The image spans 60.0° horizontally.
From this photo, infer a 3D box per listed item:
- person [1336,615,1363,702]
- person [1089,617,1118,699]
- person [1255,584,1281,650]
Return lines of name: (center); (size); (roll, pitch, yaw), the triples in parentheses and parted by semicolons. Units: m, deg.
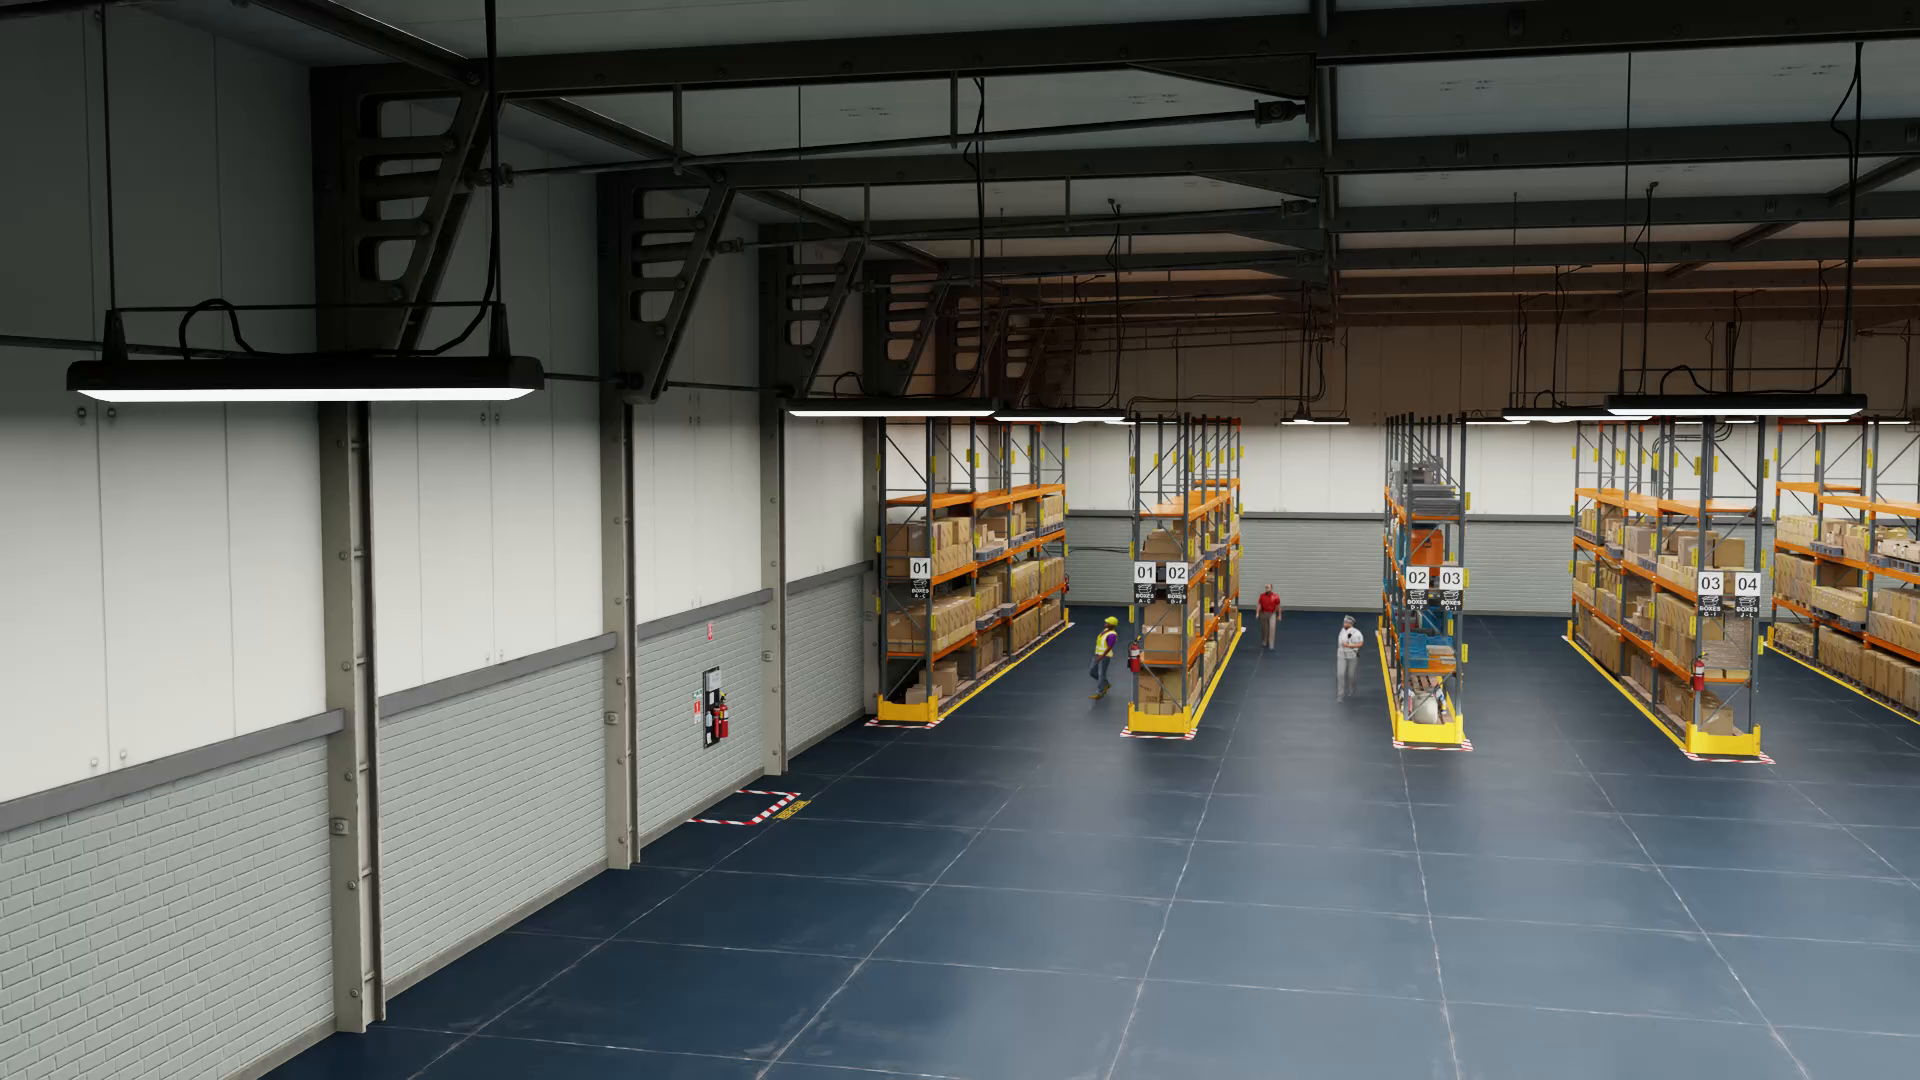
person: (8.206, 2.483, 34.964); (0.543, 1.833, 0.846); (1, 4, 19)
person: (2.984, 2.476, 35.171); (0.651, 1.724, 0.661); (-2, 4, -29)
person: (7.983, 1.961, 43.044); (0.655, 1.655, 1.060); (1, 4, 13)
